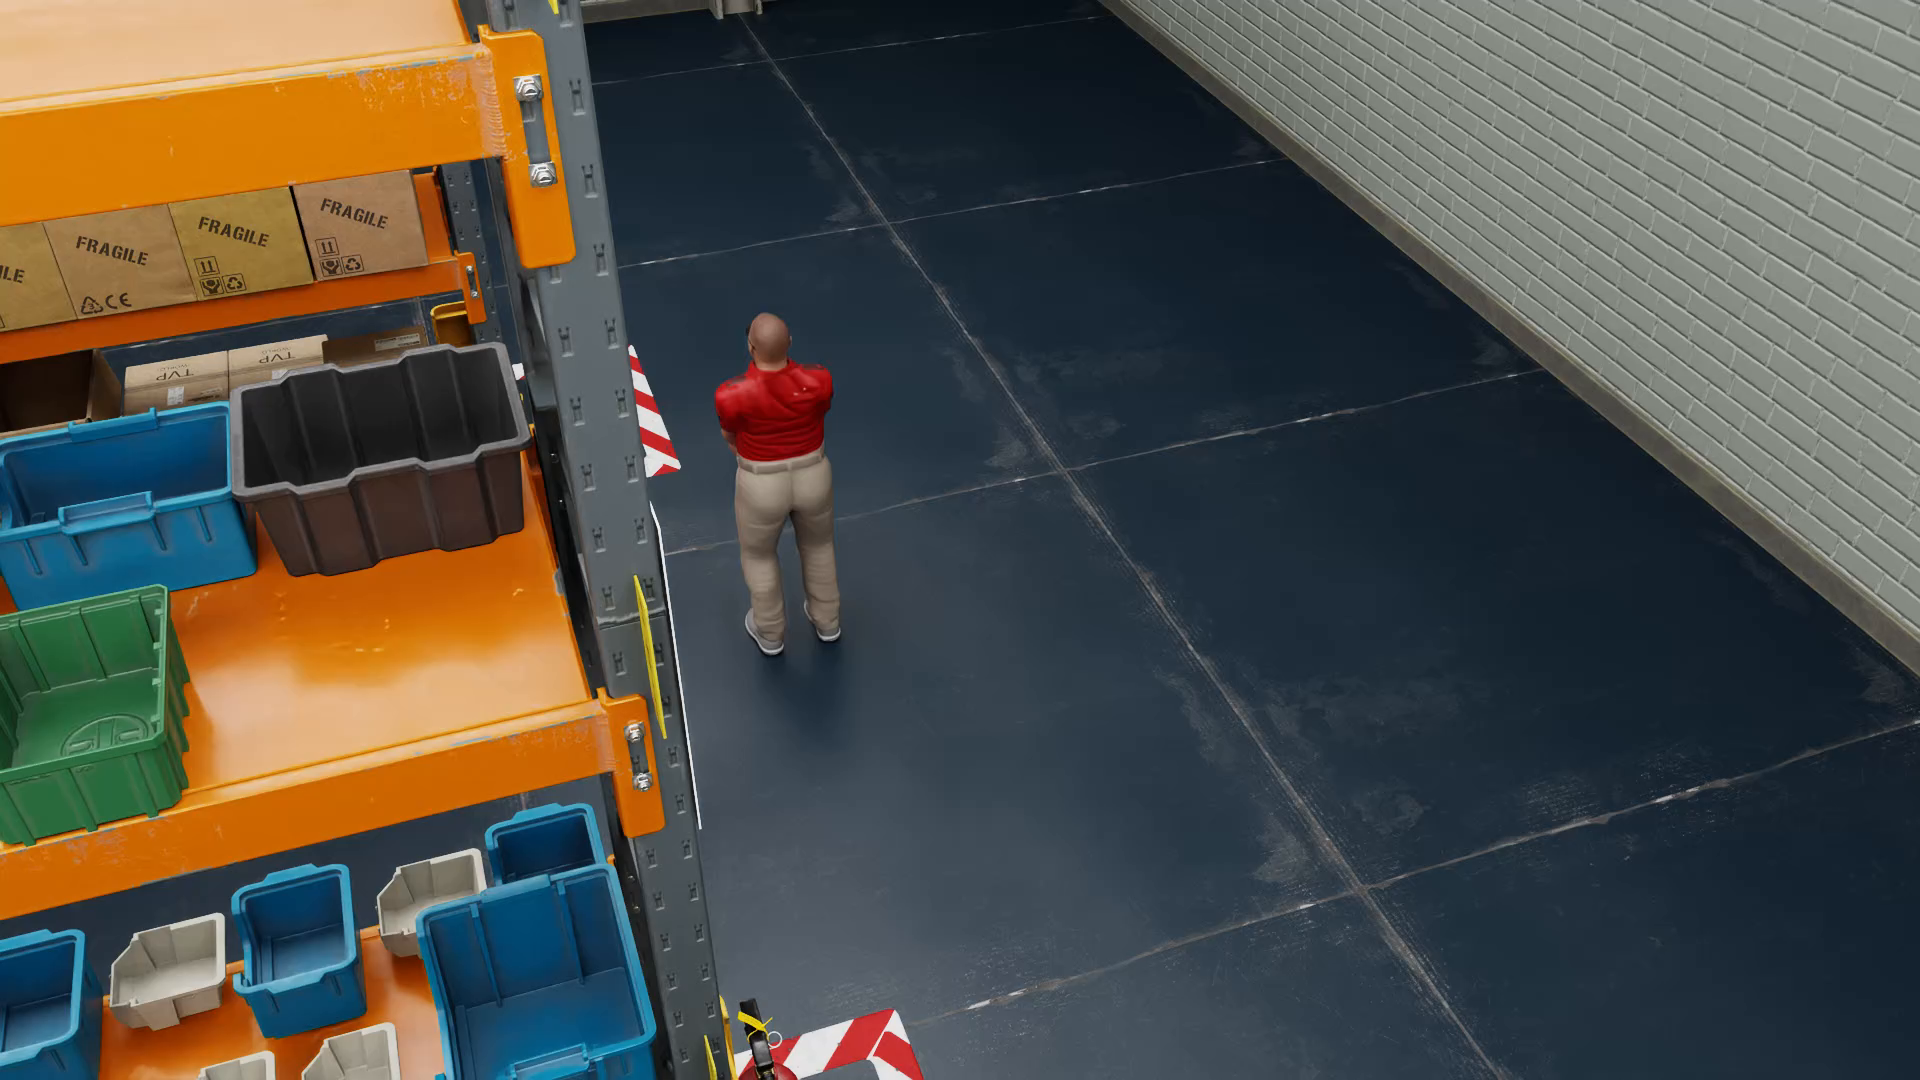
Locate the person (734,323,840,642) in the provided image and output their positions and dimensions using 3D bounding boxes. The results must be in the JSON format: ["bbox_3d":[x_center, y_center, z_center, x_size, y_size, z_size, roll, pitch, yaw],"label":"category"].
[{"bbox_3d":[-0.759,-0.251,7.134,0.430,1.570,0.363,-12,39,-15],"label":"person"}]
